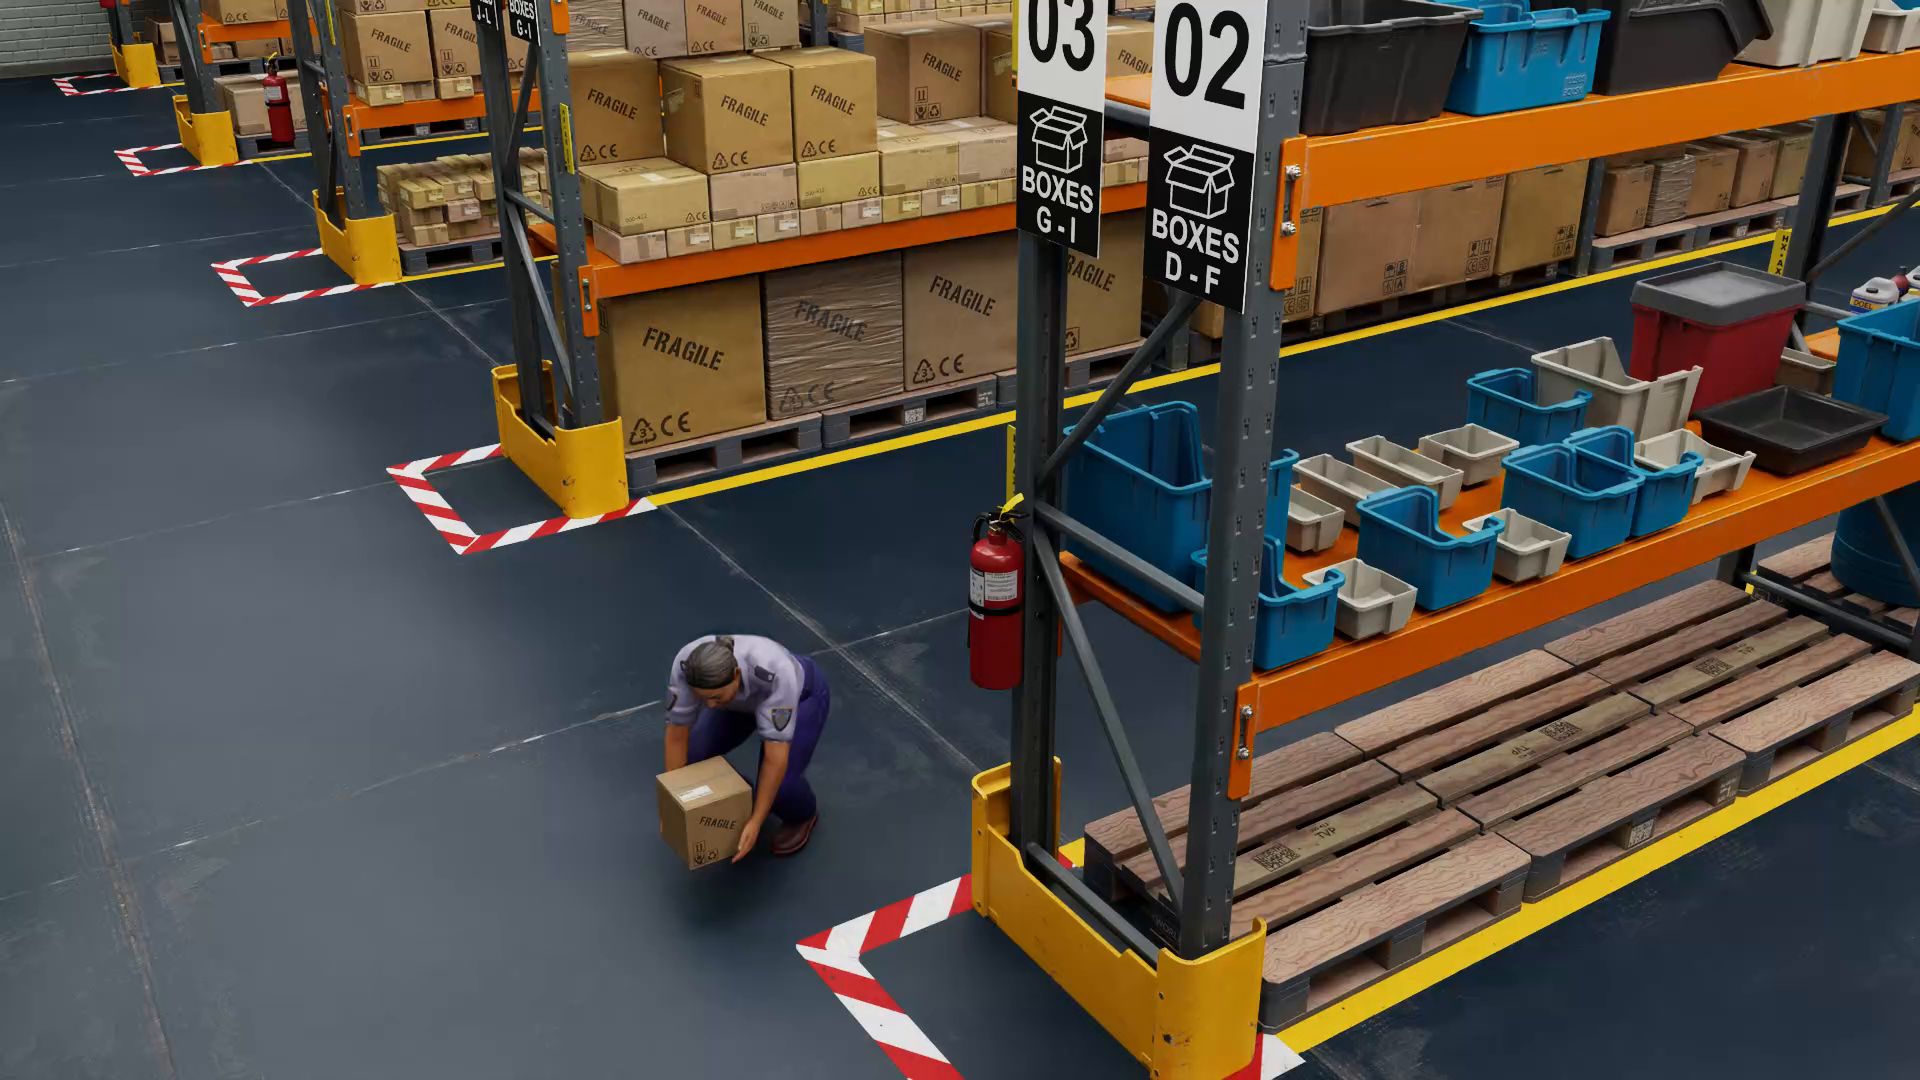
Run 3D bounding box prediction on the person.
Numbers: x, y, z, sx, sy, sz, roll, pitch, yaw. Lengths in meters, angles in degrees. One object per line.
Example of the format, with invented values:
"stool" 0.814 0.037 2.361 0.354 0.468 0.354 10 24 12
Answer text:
"person" -0.758 0.674 5.968 0.529 0.998 0.795 10 27 20
